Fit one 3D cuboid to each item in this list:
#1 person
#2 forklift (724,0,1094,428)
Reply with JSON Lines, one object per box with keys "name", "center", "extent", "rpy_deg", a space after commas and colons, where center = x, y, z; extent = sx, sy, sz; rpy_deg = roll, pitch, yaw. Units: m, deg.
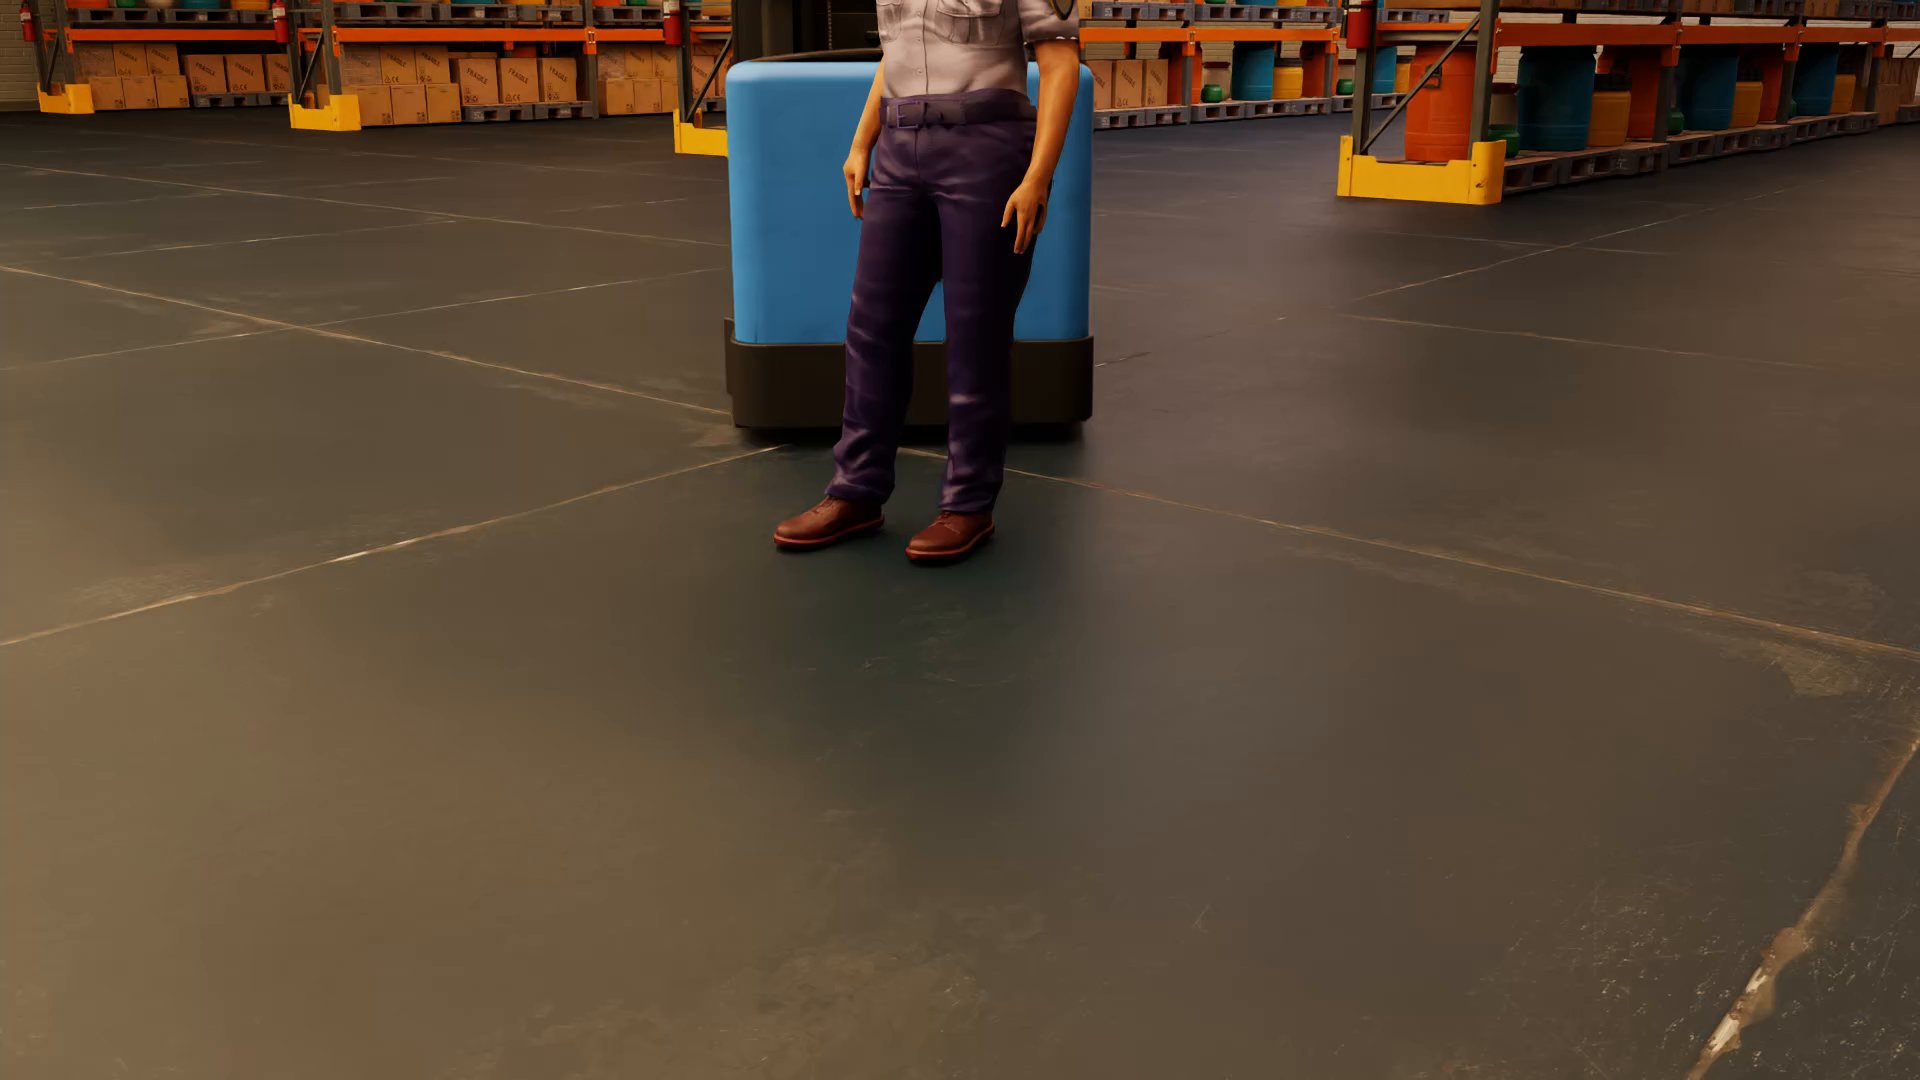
{"name": "person", "center": [-0.075, -0.779, 3.648], "extent": [0.598, 1.651, 0.502], "rpy_deg": [13, 21, 37]}
{"name": "forklift", "center": [-0.251, -2.100, 5.813], "extent": [1.130, 2.935, 3.031], "rpy_deg": [-1, 17, -5]}
